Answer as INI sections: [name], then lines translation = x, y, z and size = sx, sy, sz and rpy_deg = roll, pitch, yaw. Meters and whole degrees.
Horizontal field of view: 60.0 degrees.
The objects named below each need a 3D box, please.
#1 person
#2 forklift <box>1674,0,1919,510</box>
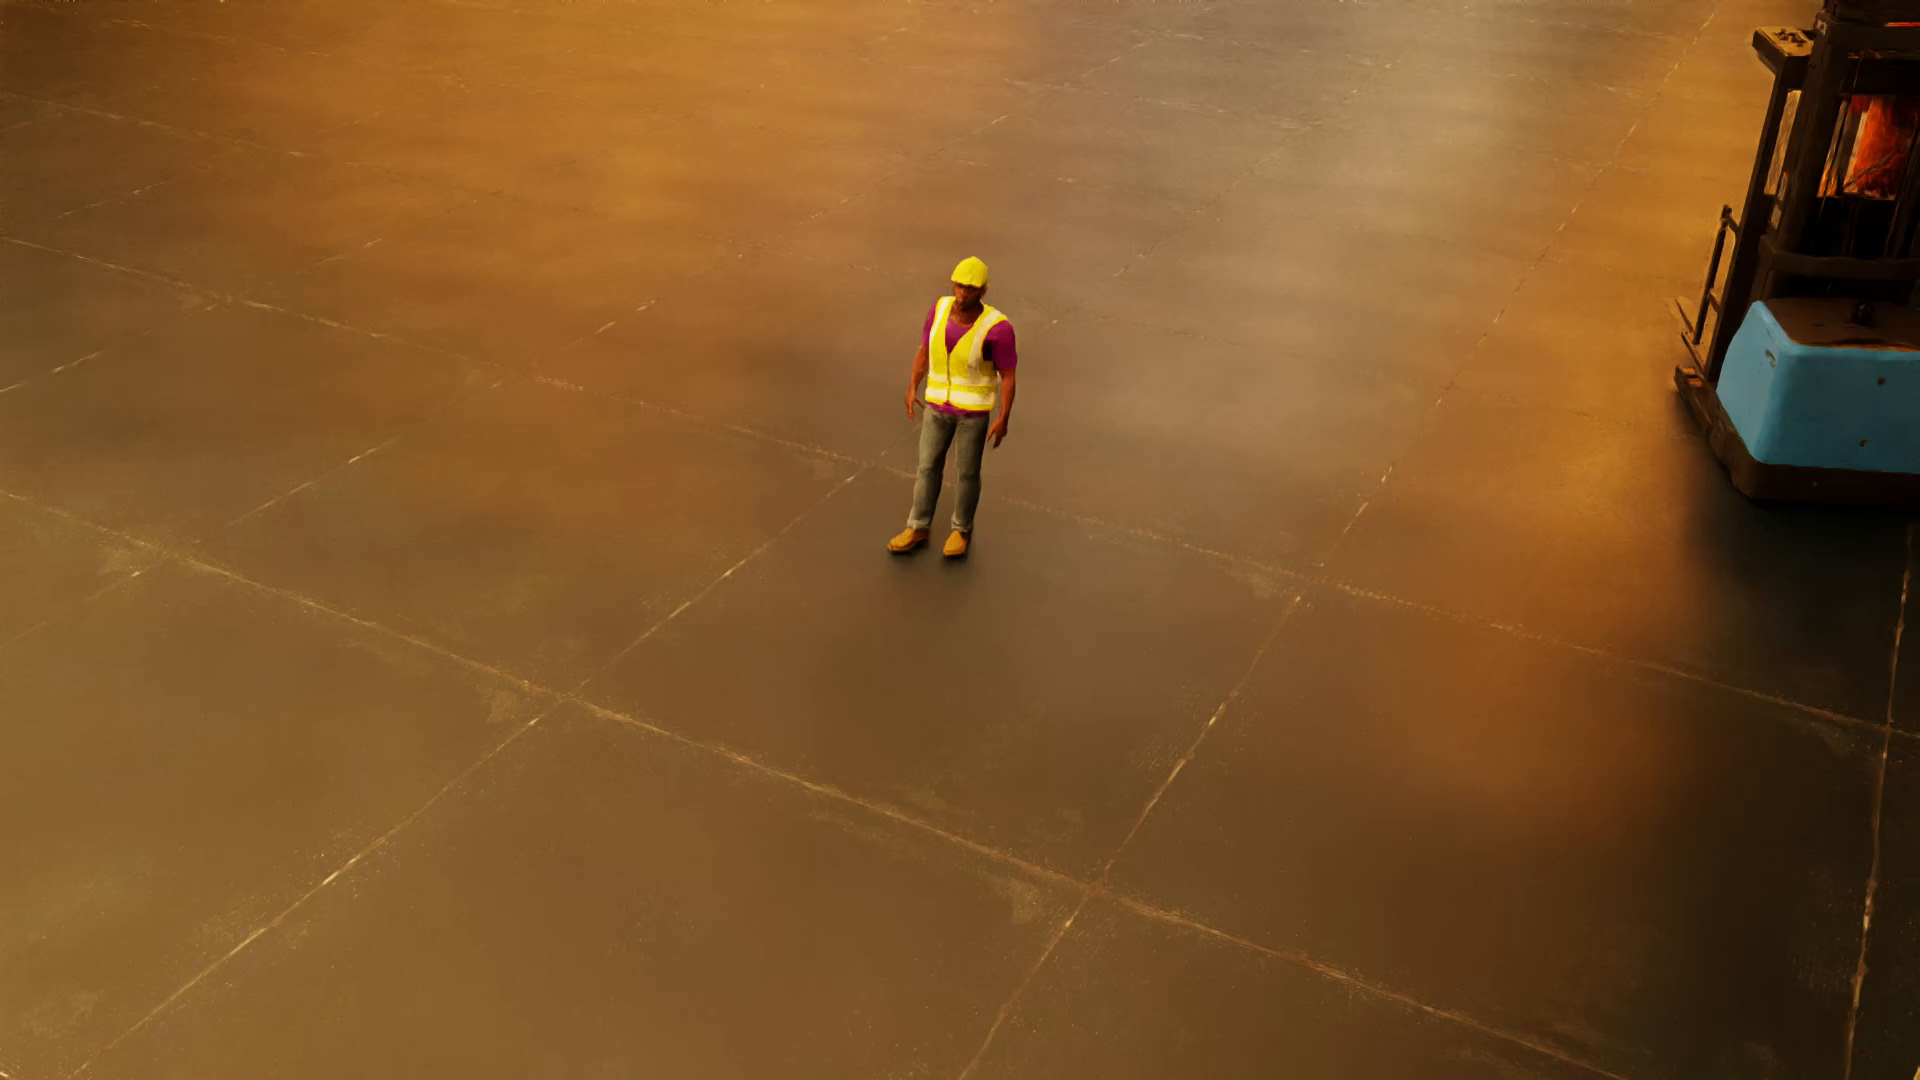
[person]
translation = -0.039, -0.742, 9.507
size = 0.665, 1.766, 0.576
rpy_deg = 15, 33, 25
[forklift]
translation = 5.617, -2.173, 10.836
size = 1.130, 2.935, 3.031
rpy_deg = 4, 30, 8
